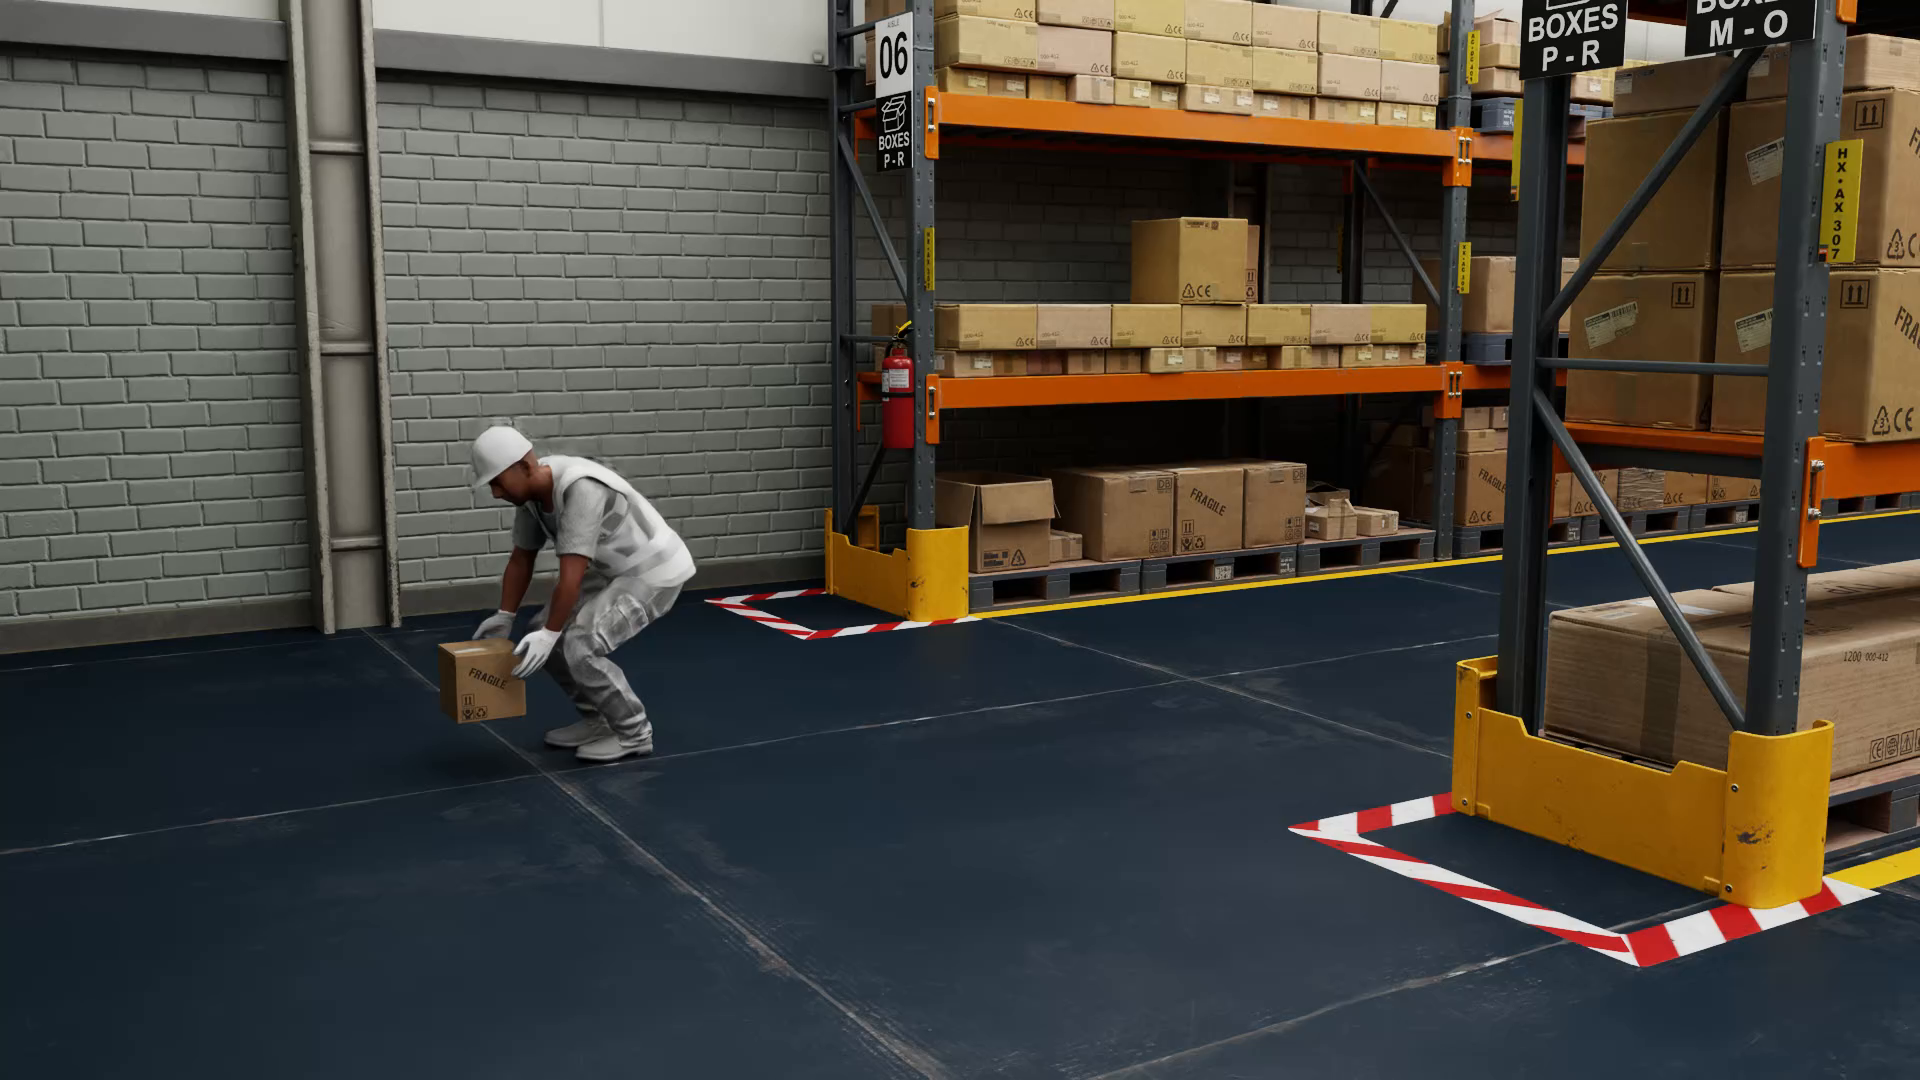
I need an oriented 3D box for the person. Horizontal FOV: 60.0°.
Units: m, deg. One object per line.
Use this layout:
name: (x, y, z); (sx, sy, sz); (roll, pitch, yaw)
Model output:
person: (-1.405, 0.192, 6.254); (0.833, 1.264, 0.607); (-5, 9, -31)
